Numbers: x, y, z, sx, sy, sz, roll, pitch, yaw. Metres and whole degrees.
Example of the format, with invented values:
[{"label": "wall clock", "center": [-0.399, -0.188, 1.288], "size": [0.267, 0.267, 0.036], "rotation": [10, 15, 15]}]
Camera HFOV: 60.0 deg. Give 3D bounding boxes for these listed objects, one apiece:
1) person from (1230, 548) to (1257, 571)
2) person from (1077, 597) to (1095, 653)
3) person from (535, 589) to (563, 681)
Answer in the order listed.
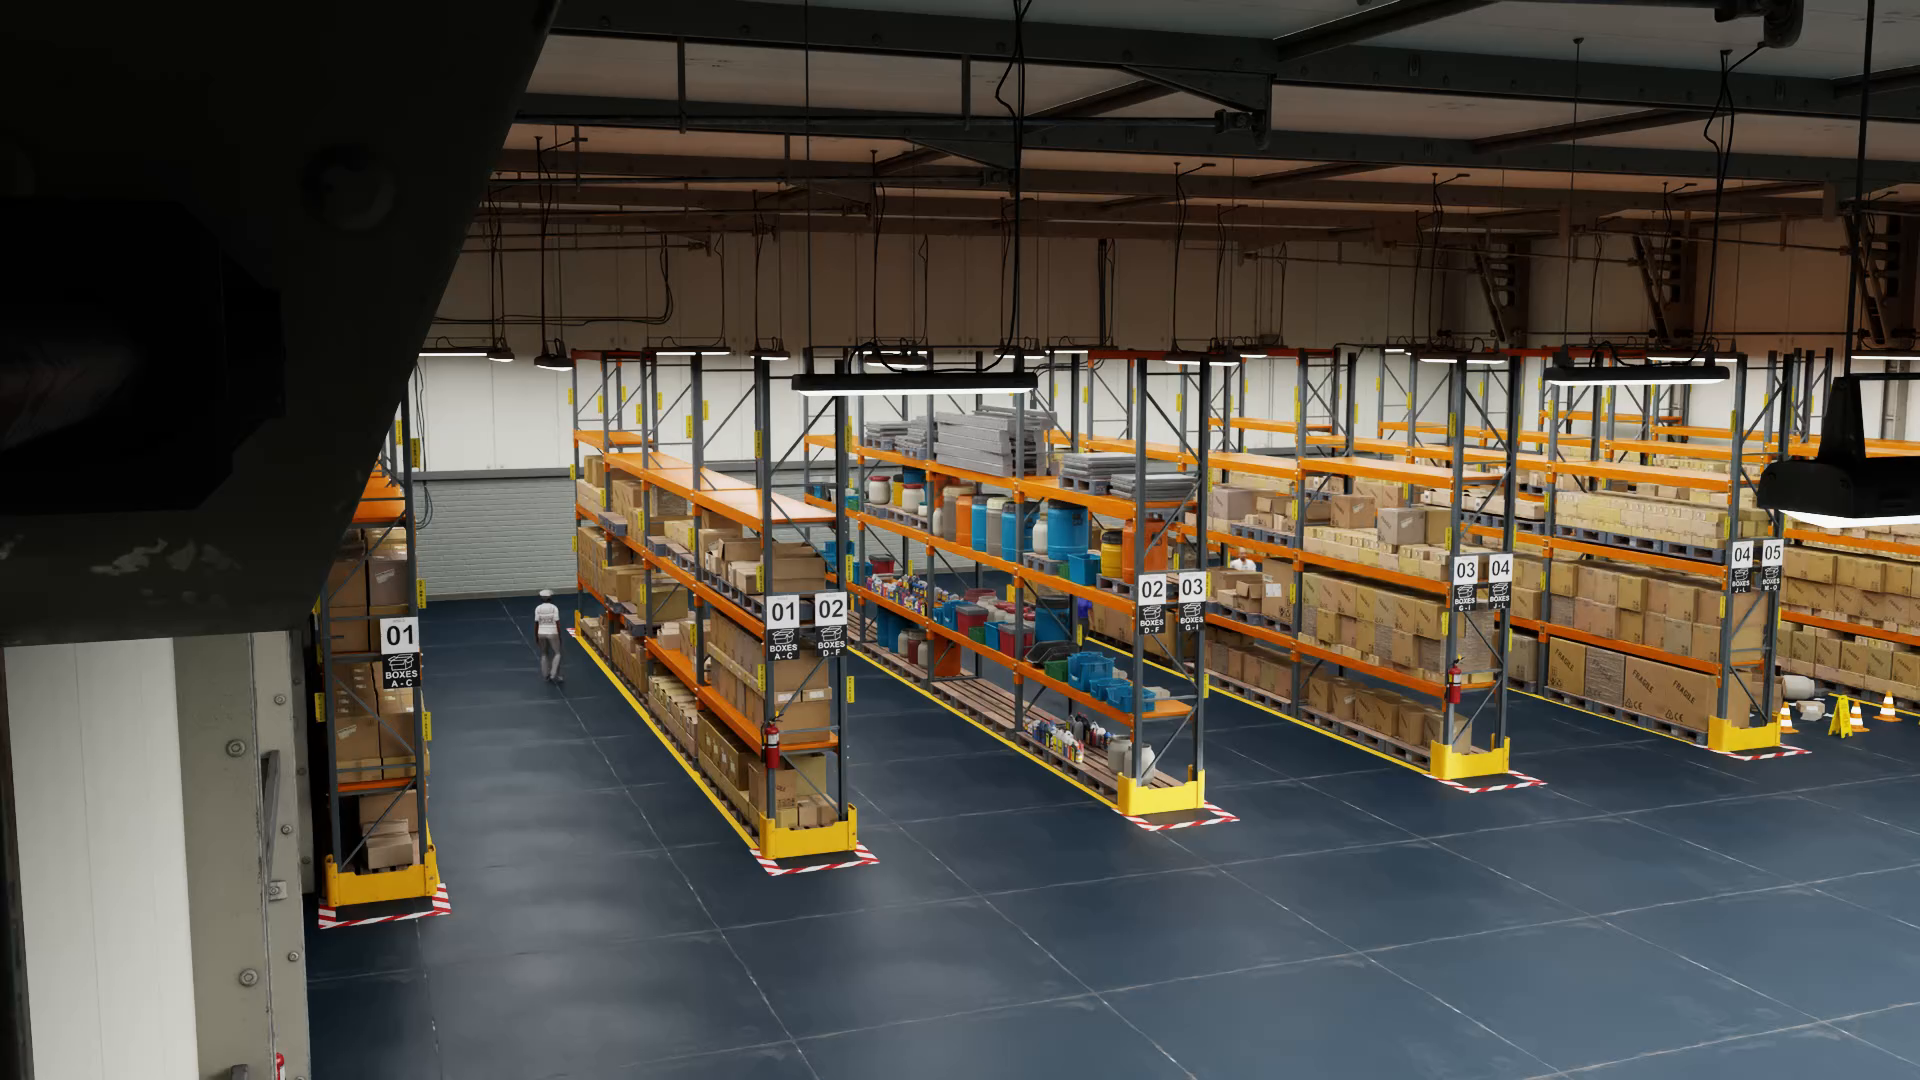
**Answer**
[{"label": "person", "center": [6.099, 1.031, 35.548], "size": [0.551, 1.717, 1.114], "rotation": [-3, 8, -25]}, {"label": "person", "center": [2.305, 1.597, 31.538], "size": [0.464, 1.614, 0.979], "rotation": [-1, 7, -12]}, {"label": "person", "center": [-7.489, 1.749, 30.246], "size": [0.503, 1.679, 0.482], "rotation": [0, 7, 3]}]
